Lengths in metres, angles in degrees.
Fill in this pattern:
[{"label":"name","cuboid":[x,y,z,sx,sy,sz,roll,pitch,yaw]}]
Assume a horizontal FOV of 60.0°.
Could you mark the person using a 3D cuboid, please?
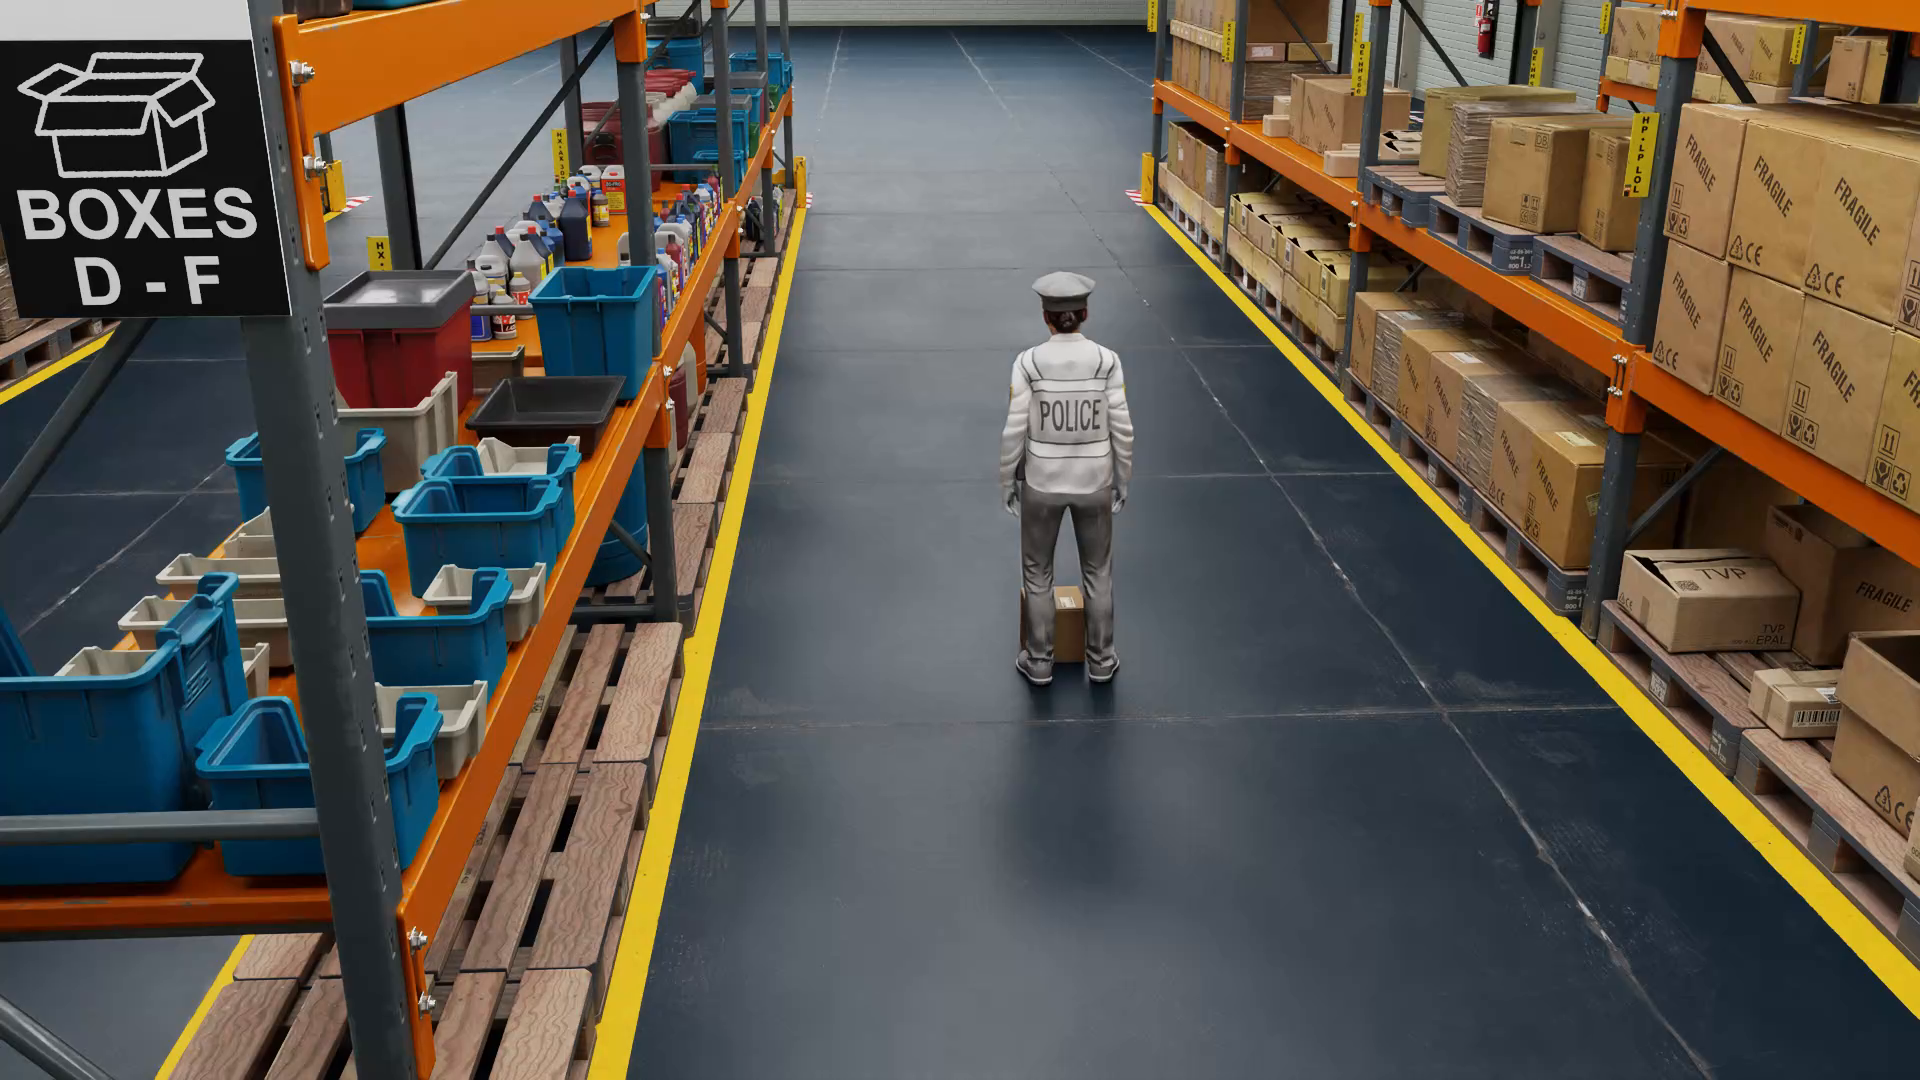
[{"label":"person","cuboid":[0.422,-0.216,6.648,0.529,1.664,0.371,-1,21,-3]}]
